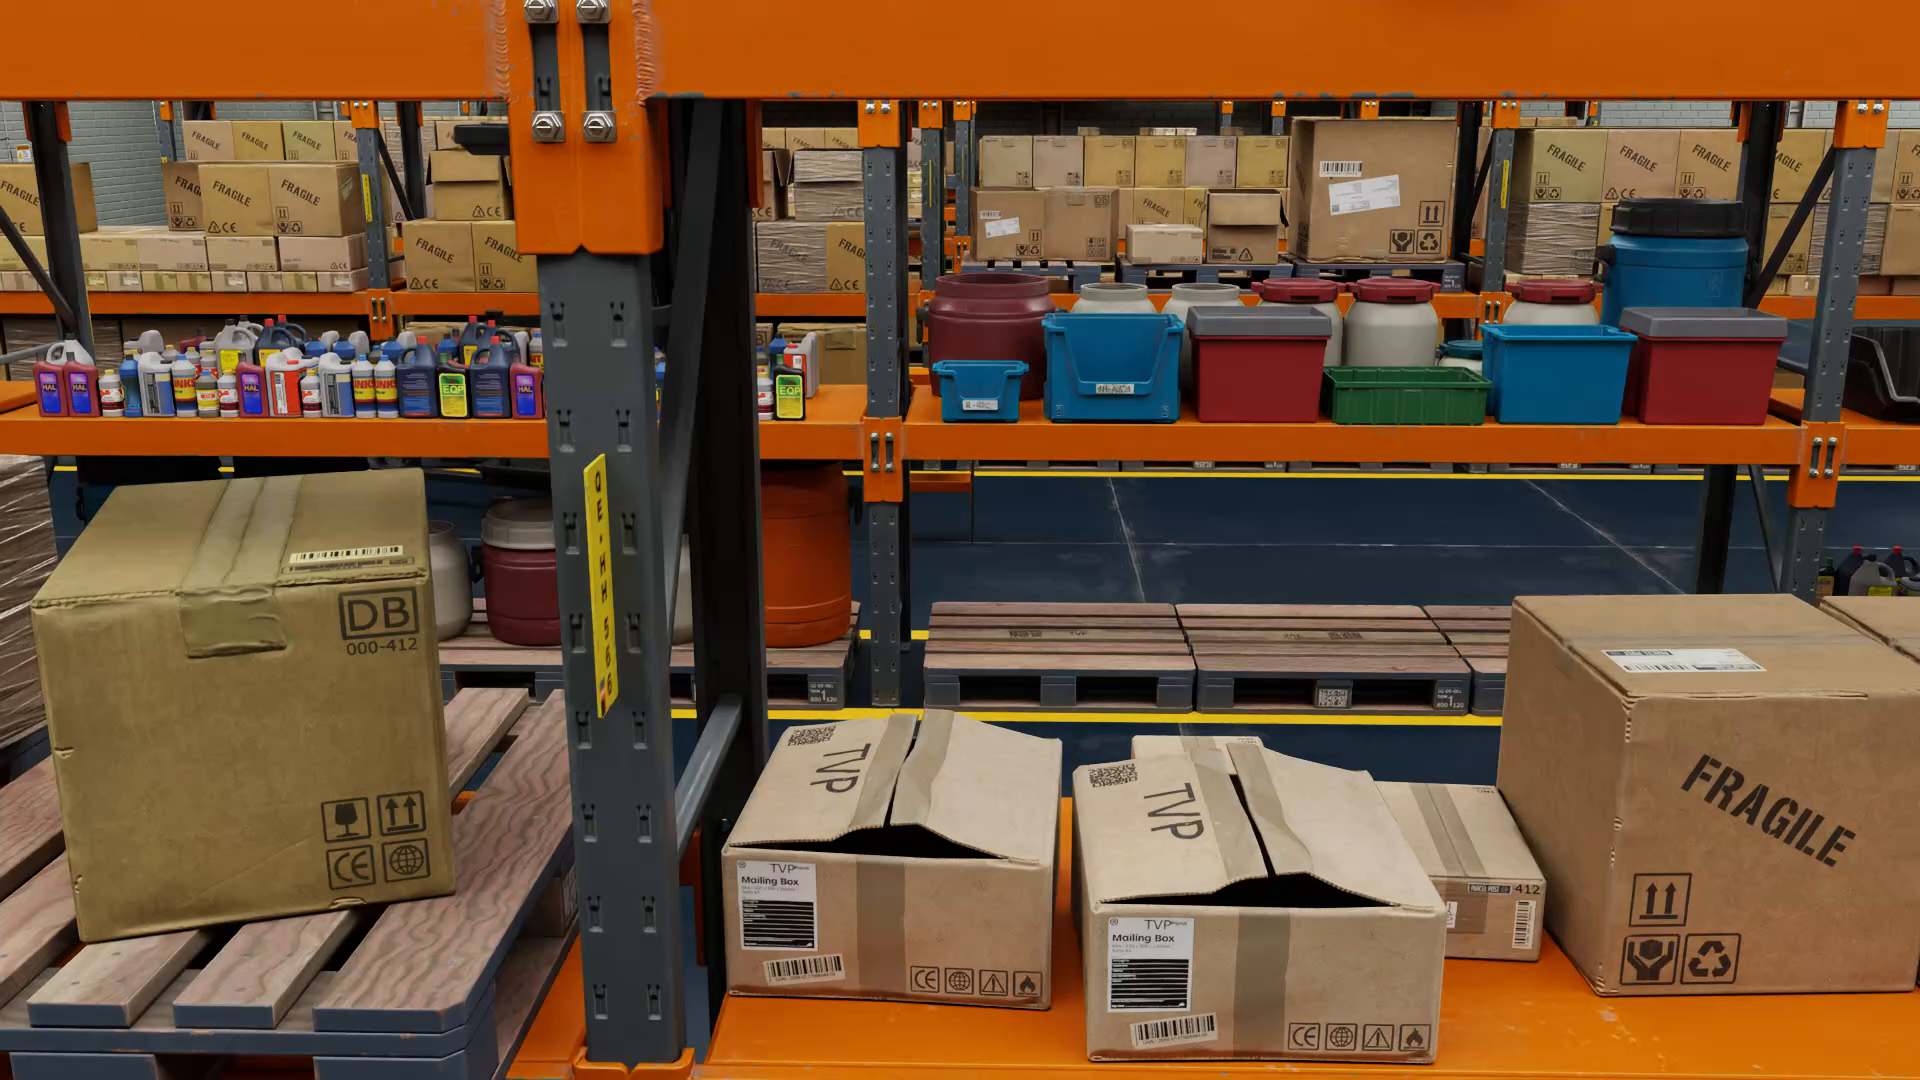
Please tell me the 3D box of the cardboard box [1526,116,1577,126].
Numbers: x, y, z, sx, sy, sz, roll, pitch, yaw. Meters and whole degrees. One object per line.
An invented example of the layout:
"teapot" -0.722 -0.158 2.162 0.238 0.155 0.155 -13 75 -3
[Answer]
"cardboard box" 7.539 -5.183 21.366 0.500 0.500 0.700 0 15 0

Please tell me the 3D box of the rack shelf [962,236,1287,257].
"rack shelf" 2.031 -2.988 17.196 4.000 0.370 1.077 0 15 1

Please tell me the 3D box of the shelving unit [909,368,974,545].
"shelving unit" -0.165 -0.581 10.191 0.503 1.200 0.258 0 15 1

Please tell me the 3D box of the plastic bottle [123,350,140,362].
"plastic bottle" -3.903 -0.799 7.880 0.097 0.201 0.097 0 15 0

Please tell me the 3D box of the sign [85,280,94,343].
"sign" -4.305 -1.122 8.169 0.005 0.325 0.100 0 15 1

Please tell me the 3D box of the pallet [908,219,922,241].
"pallet" -0.683 -3.234 17.092 1.003 0.211 1.213 0 15 1

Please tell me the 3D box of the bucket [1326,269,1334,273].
"bucket" 4.226 -3.062 19.503 0.620 0.611 0.726 -5 12 23

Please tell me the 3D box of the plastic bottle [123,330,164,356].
"plastic bottle" -3.919 -0.867 7.991 0.135 0.276 0.152 0 15 1

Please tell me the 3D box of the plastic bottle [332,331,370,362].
"plastic bottle" -2.915 -0.861 7.966 0.135 0.276 0.152 0 15 1

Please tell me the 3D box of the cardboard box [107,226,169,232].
"cardboard box" -6.165 -2.264 12.750 0.500 0.250 0.500 0 15 2

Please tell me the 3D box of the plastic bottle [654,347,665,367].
"plastic bottle" -1.458 -0.822 7.966 0.097 0.201 0.097 0 15 0

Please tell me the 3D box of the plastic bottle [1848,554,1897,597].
"plastic bottle" 4.324 0.240 7.880 0.185 0.351 0.144 0 15 1

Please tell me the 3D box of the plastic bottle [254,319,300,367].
"plastic bottle" -3.213 -0.863 7.829 0.185 0.351 0.144 0 15 1

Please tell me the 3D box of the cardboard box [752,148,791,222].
"cardboard box" -1.578 -2.632 12.273 0.637 0.503 0.797 1 15 3

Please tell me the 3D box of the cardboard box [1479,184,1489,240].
"cardboard box" 5.487 -3.365 16.919 0.550 0.550 0.875 0 15 1

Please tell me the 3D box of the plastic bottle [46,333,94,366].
"plastic bottle" -3.937 -0.739 7.356 0.185 0.351 0.144 0 15 1

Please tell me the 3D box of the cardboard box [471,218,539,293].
"cardboard box" -3.238 -2.089 12.183 0.500 0.500 0.500 0 15 2

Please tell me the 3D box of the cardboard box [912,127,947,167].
"cardboard box" -0.429 -5.209 22.049 0.500 0.500 0.500 0 15 0

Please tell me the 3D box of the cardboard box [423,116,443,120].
"cardboard box" -6.808 -5.425 21.594 0.250 0.149 0.380 0 15 0

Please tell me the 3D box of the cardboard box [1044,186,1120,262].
"cardboard box" 0.906 -2.365 12.403 0.500 0.500 0.700 3 15 10

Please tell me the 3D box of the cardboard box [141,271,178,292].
"cardboard box" -5.792 -1.916 12.214 0.250 0.149 0.380 0 15 1

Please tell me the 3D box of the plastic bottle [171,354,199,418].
"plastic bottle" -3.387 -0.675 7.271 0.097 0.271 0.097 0 15 0

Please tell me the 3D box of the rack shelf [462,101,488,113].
"rack shelf" -5.818 -7.019 26.596 4.000 0.370 1.077 0 15 1

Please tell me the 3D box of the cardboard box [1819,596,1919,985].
"cardboard box" 1.752 0.404 2.735 0.500 0.500 0.500 0 15 2

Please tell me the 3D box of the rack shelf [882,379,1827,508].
"rack shelf" 1.677 -0.461 7.616 4.000 0.370 1.077 0 15 1

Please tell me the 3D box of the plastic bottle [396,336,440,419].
"plastic bottle" -2.356 -0.713 7.258 0.185 0.351 0.144 0 15 1

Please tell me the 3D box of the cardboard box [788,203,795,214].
"cardboard box" -1.755 -3.326 16.736 0.250 0.149 0.380 1 15 3

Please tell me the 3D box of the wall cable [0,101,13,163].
"wall cable" -13.553 -5.548 23.496 0.122 1.984 0.588 0 15 1

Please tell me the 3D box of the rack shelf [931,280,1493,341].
"rack shelf" 1.804 -1.724 12.404 4.000 0.370 1.077 0 15 1

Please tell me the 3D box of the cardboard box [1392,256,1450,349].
"cardboard box" 4.658 -2.477 17.189 0.875 0.875 0.875 1 15 2

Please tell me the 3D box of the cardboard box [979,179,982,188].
"cardboard box" 0.377 -4.644 21.731 0.250 0.149 0.380 0 15 -2

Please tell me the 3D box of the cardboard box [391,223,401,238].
"cardboard box" -5.823 -3.187 17.034 0.250 0.149 0.380 1 15 3

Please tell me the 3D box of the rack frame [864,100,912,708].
"rack frame" -0.322 -0.822 7.574 0.127 3.000 1.000 0 15 1

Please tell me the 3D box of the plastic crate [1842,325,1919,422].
"plastic crate" 4.197 -0.730 7.347 0.504 0.338 0.767 0 15 1

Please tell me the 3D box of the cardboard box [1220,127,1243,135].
"cardboard box" 3.595 -5.388 22.008 0.250 0.149 0.380 0 15 1

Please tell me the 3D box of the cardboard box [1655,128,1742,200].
"cardboard box" 5.246 -2.660 11.804 0.500 0.500 0.500 0 15 1

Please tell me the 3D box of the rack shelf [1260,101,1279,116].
"rack shelf" 2.057 -5.701 21.600 4.000 0.370 1.077 0 15 1

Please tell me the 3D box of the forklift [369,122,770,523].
"forklift" -2.514 -1.642 10.819 3.031 2.935 1.130 6 16 20

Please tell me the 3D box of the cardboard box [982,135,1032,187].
"cardboard box" 0.480 -3.875 16.992 0.500 0.500 0.700 0 15 1

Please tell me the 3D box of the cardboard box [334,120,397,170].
"cardboard box" -5.990 -3.993 16.855 0.500 0.500 0.500 0 15 0

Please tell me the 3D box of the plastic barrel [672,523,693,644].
"plastic barrel" -1.378 0.199 7.761 0.421 0.512 0.421 0 15 0

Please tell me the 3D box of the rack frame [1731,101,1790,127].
"rack frame" 8.029 -3.297 16.956 0.127 3.000 1.000 0 15 1

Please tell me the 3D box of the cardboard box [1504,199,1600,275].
"cardboard box" 4.251 -2.232 12.141 0.500 0.500 0.875 0 15 1

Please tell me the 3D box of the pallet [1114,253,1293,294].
"pallet" 1.784 -1.989 12.377 1.213 0.211 1.003 0 15 1

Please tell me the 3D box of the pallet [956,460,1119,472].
"pallet" 0.585 -0.731 12.696 1.213 0.211 1.003 0 15 1

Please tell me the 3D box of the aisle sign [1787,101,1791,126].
"aisle sign" 8.093 -4.477 16.332 0.004 0.787 0.394 0 15 1

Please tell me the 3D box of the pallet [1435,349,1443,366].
"pallet" 4.789 -1.950 17.316 1.213 0.211 1.003 0 15 1

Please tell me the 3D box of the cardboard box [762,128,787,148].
"cardboard box" -2.498 -5.093 21.609 0.500 0.500 0.500 0 15 0

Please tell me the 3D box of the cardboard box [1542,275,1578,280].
"cardboard box" 4.260 -1.854 11.980 0.250 0.149 0.380 0 15 1

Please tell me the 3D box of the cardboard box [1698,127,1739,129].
"cardboard box" 5.759 -2.791 12.299 0.500 0.500 0.500 0 15 1

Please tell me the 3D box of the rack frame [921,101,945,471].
"rack frame" -0.196 -2.085 12.361 0.127 3.000 1.000 0 15 1

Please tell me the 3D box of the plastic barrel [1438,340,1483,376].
"plastic barrel" 2.357 -0.776 7.674 0.301 0.262 0.301 0 15 0

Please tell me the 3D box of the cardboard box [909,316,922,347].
"cardboard box" -0.633 -2.281 17.182 0.500 0.500 0.500 0 15 1

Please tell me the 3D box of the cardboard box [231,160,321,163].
"cardboard box" -5.159 -2.618 12.624 0.500 0.500 0.500 0 15 1
